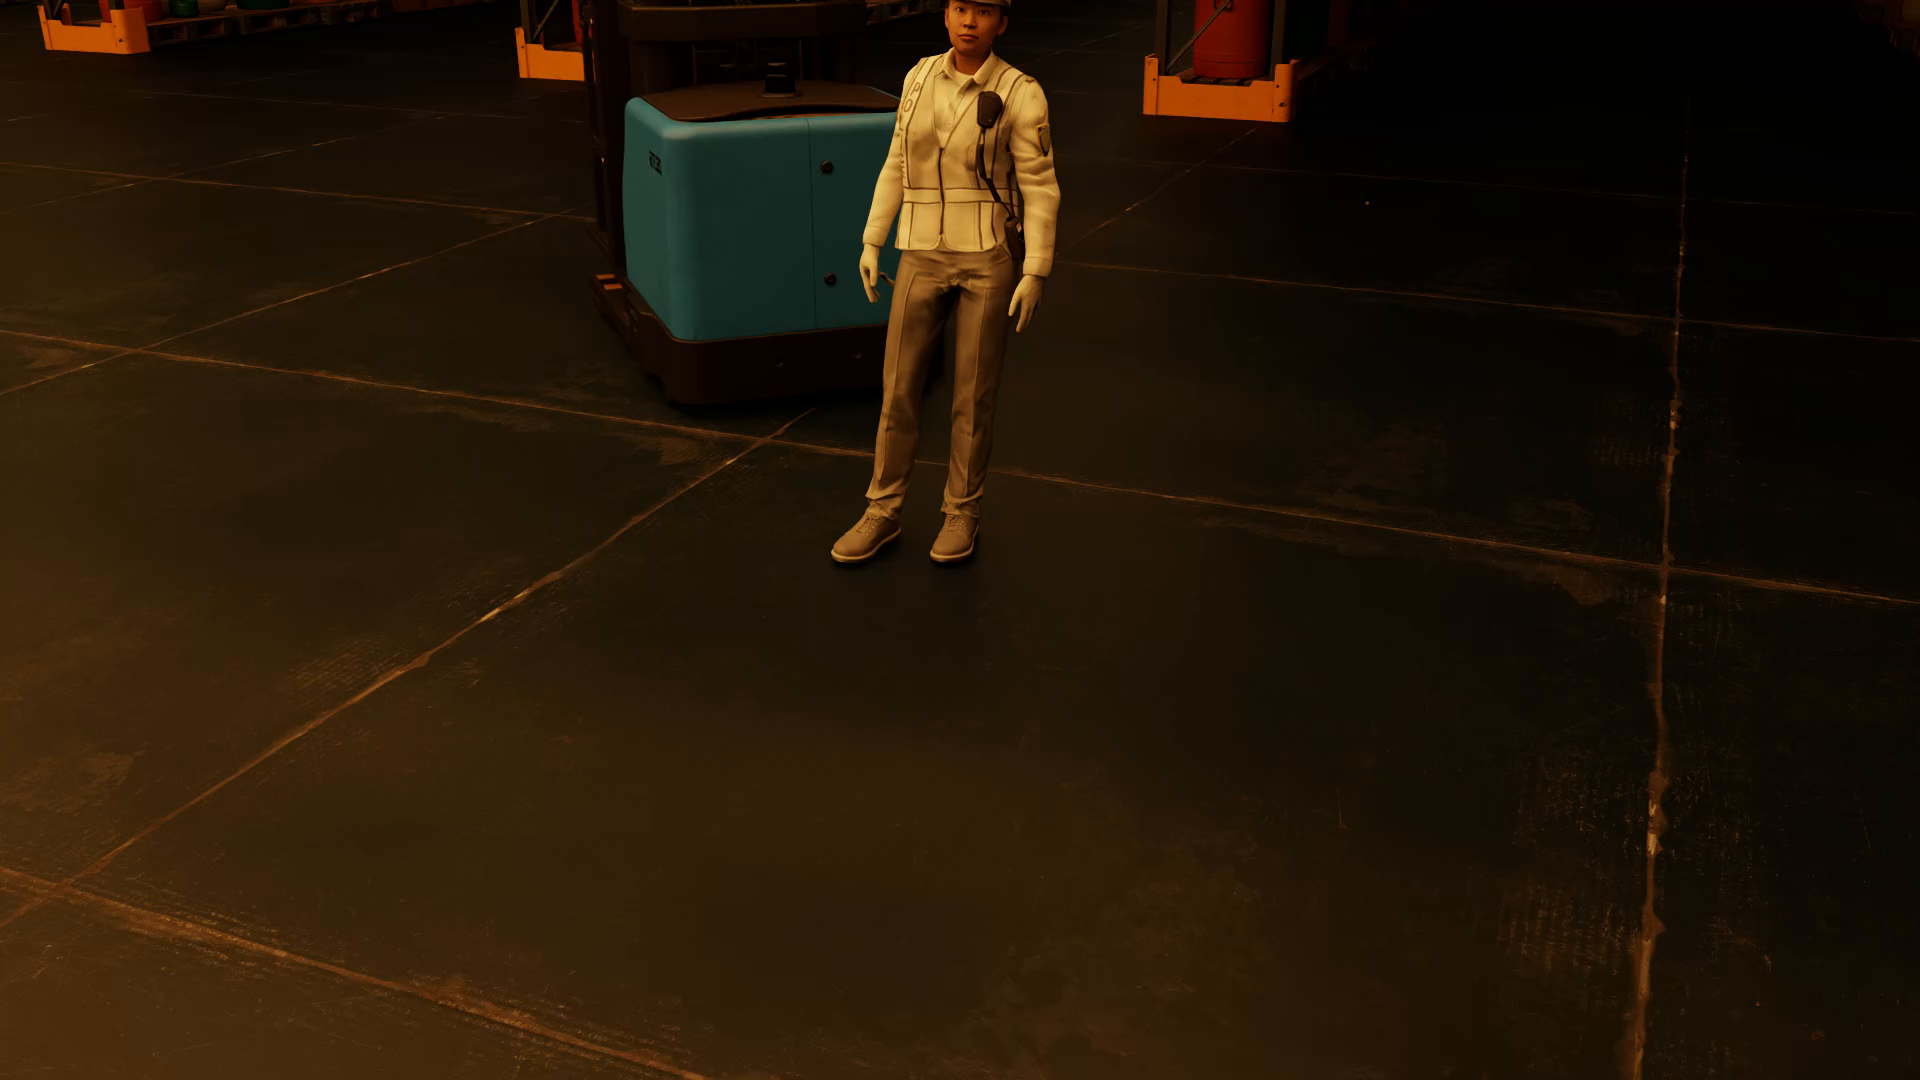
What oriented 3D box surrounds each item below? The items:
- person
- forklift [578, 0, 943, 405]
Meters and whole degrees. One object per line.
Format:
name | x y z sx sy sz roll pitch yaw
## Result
person | -0.033 -0.765 4.708 0.586 1.694 0.532 9 24 21
forklift | -1.055 -2.384 6.995 1.130 2.935 3.031 -8 24 -19
